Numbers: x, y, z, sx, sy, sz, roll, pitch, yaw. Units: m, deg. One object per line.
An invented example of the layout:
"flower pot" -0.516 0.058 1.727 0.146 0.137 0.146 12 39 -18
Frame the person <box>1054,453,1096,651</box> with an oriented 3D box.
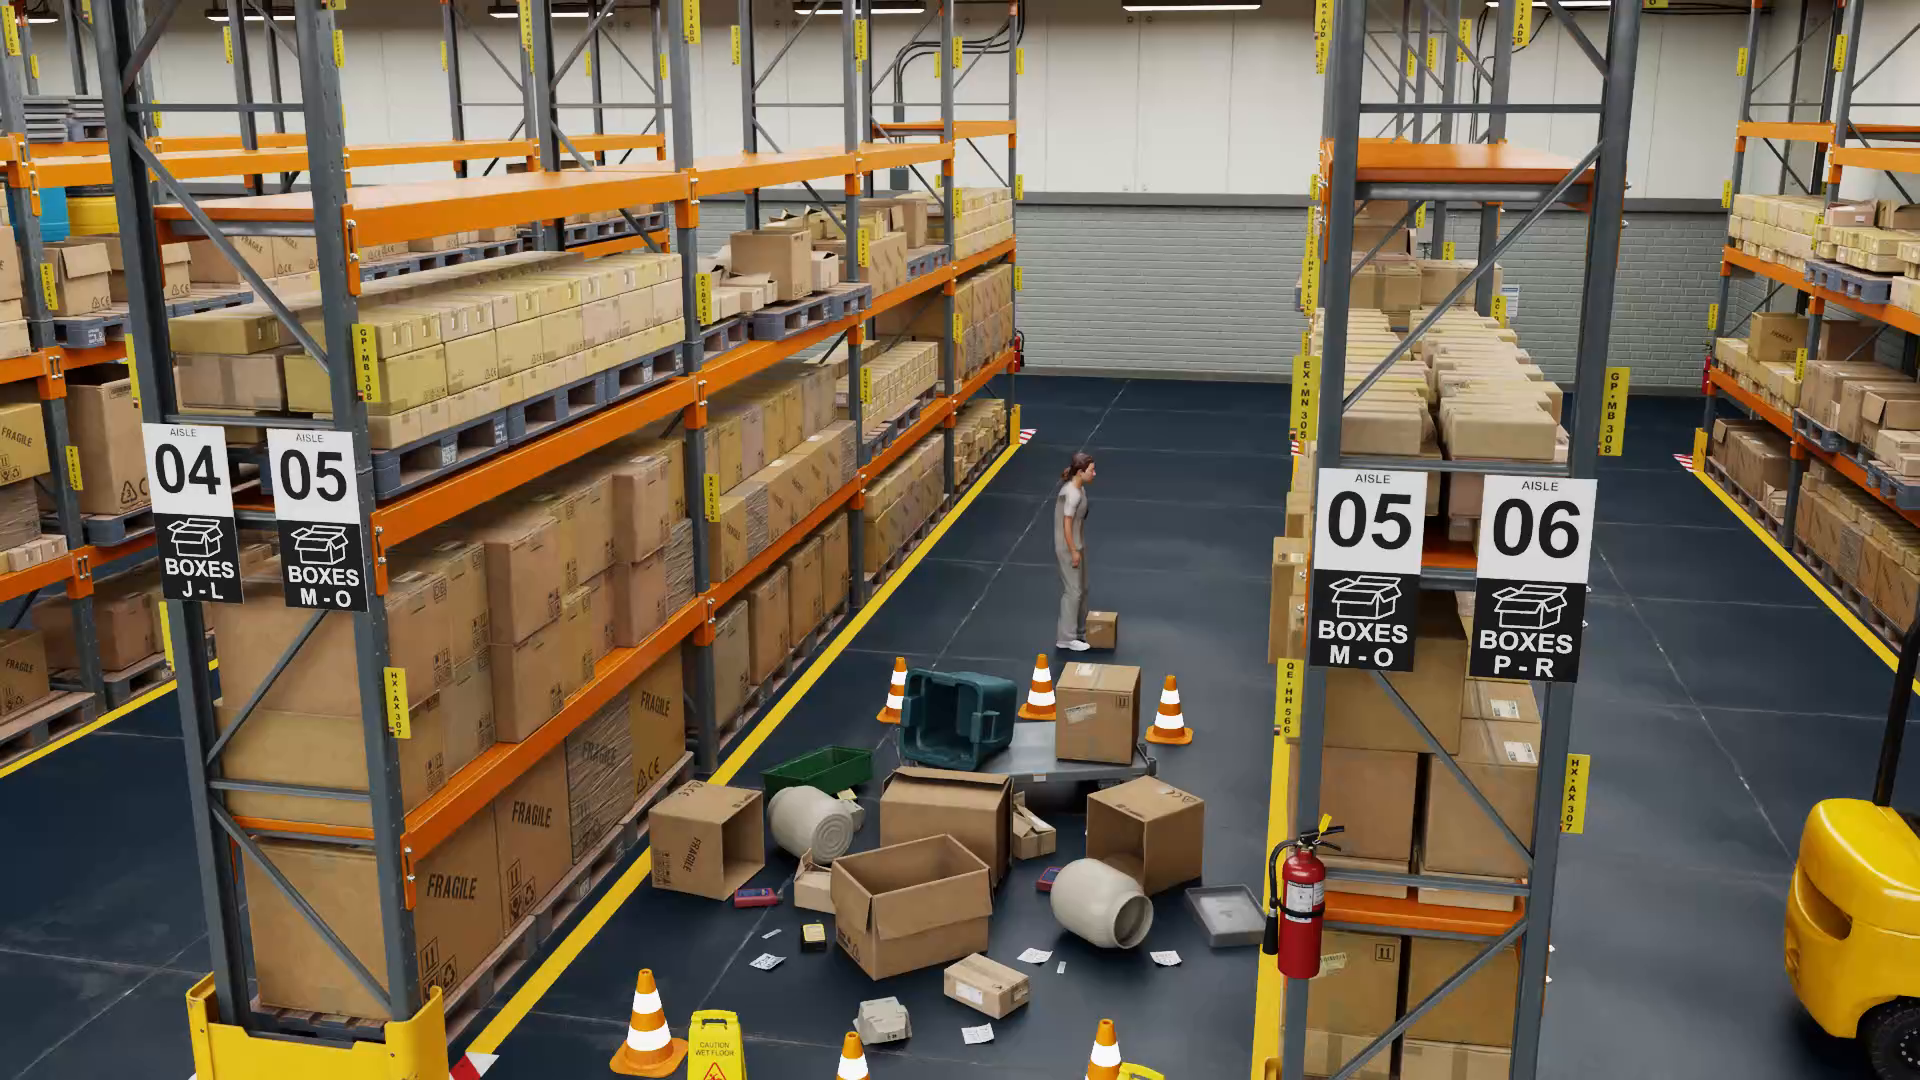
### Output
"person" 1.003 0.079 14.214 0.404 1.673 0.489 3 15 11
